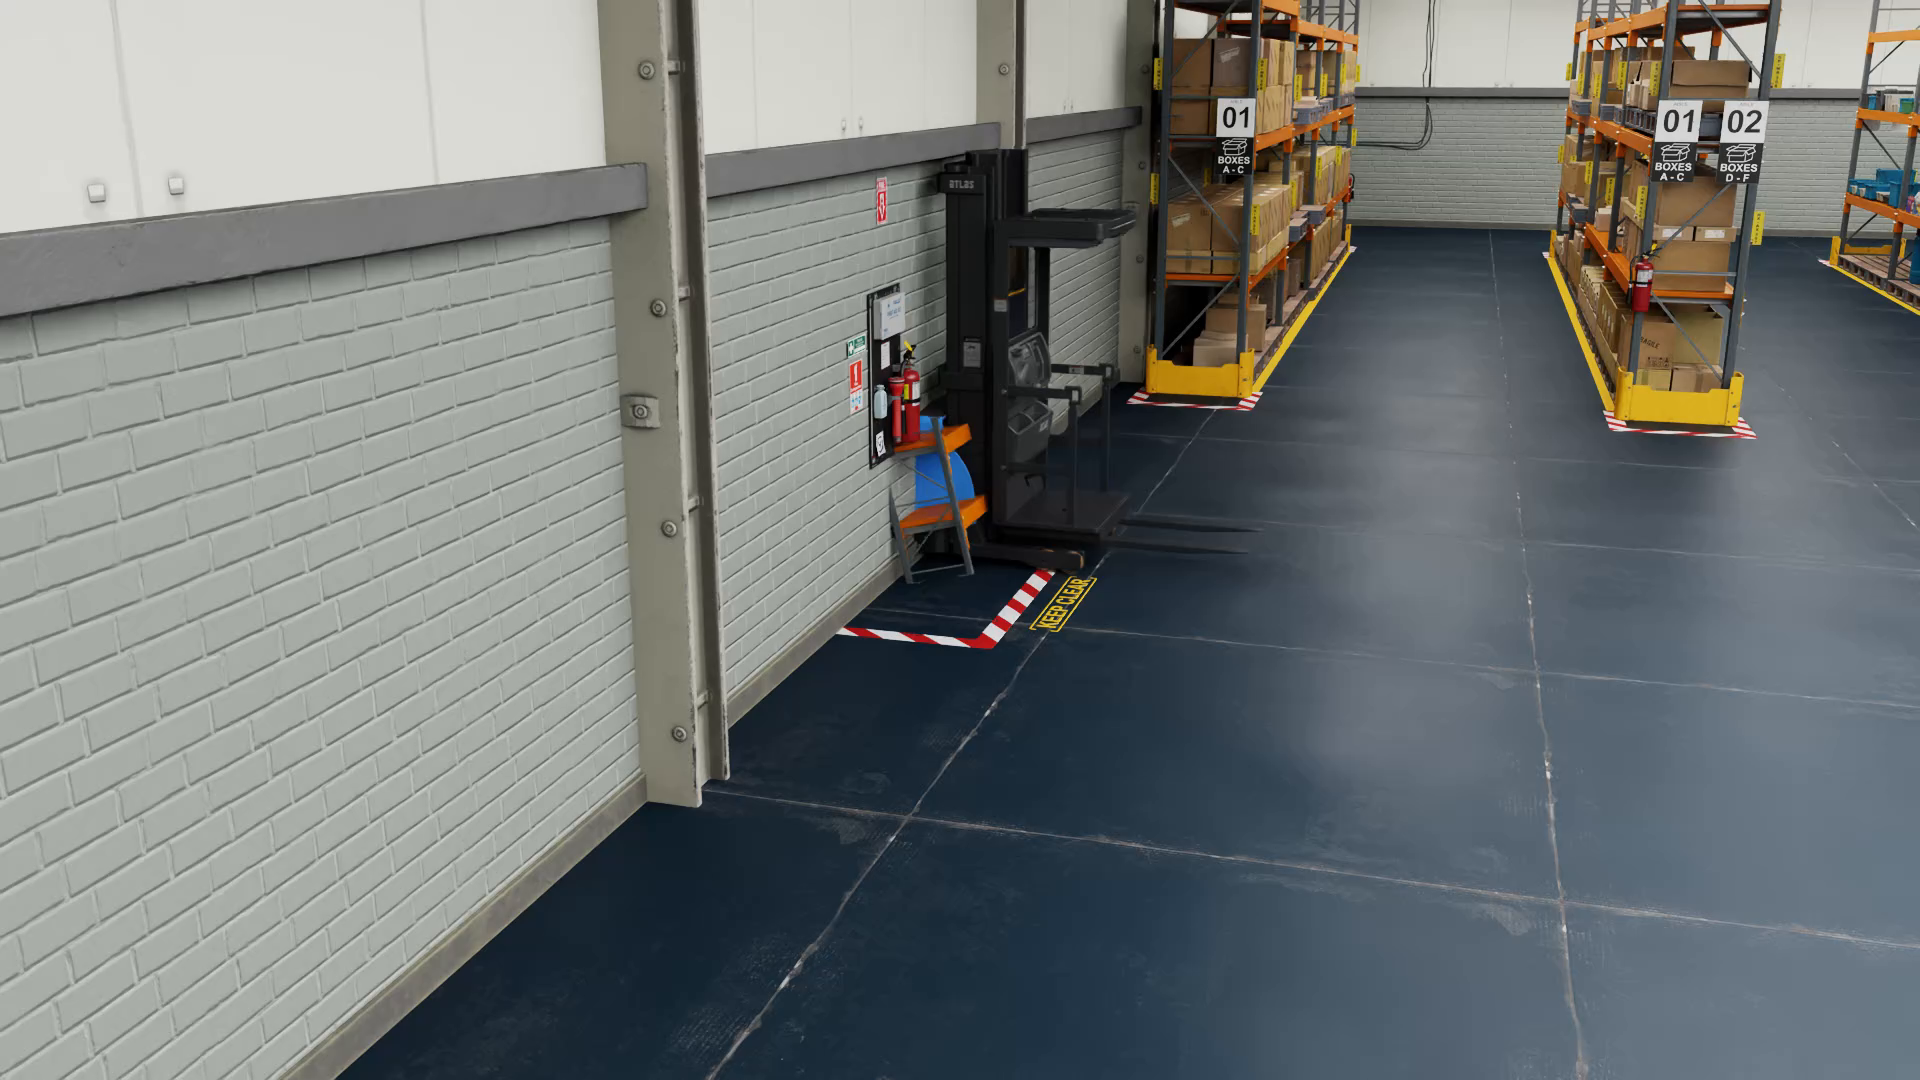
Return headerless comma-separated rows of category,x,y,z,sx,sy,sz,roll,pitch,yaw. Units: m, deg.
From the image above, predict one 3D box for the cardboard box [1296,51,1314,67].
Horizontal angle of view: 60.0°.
cardboard box,5.549,-7.916,27.381,0.500,0.250,0.500,4,16,14

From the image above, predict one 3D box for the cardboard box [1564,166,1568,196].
cardboard box,11.145,-6.437,29.843,0.500,0.500,0.500,5,17,17

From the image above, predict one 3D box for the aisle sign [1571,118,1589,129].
aisle sign,11.692,-8.173,31.382,0.394,0.787,0.004,5,16,16

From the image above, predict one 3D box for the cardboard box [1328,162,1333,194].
cardboard box,6.042,-6.144,28.230,0.500,0.500,0.500,5,17,16

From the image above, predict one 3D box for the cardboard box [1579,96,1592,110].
cardboard box,10.701,-7.354,28.037,0.500,0.250,0.500,5,16,16

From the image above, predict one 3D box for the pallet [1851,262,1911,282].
pallet,16.082,-4.624,28.745,1.003,0.211,1.213,5,16,16

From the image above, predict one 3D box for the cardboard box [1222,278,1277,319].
cardboard box,3.987,-3.328,22.841,0.700,0.500,0.500,5,17,18

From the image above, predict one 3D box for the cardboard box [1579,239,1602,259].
cardboard box,9.734,-4.436,25.373,0.500,0.250,0.500,5,17,18

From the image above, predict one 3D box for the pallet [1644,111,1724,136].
pallet,7.633,-4.279,17.084,1.003,0.211,1.213,5,16,16

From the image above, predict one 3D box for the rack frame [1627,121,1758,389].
rack frame,7.407,-2.696,16.836,1.000,3.000,0.127,5,16,16

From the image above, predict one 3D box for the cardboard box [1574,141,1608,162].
cardboard box,10.713,-6.517,28.291,0.500,0.500,0.500,5,17,16

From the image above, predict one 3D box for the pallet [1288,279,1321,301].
pallet,5.227,-4.031,26.653,1.003,0.211,1.213,5,16,16

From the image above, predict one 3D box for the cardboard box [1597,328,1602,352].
cardboard box,7.975,-2.393,20.038,0.500,0.250,0.500,5,16,16

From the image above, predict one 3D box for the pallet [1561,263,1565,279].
pallet,11.014,-4.673,28.918,1.003,0.211,1.213,5,16,16

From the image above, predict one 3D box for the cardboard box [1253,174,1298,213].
cardboard box,4.474,-4.980,23.900,0.700,0.500,0.500,5,16,16

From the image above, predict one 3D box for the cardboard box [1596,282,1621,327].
cardboard box,8.112,-2.885,20.399,0.500,0.500,0.500,5,16,16

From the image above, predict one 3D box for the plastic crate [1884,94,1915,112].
plastic crate,15.777,-7.327,27.883,0.437,0.282,0.530,5,16,16

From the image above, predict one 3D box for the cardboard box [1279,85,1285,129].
cardboard box,3.610,-5.195,19.933,0.500,0.500,0.500,4,16,14

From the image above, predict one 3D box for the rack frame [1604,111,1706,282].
rack frame,8.544,-3.742,20.525,1.000,3.000,0.127,5,16,16

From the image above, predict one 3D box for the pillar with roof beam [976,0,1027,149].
pillar with roof beam,4.449,-4.311,11.539,9.100,9.000,0.400,5,16,16

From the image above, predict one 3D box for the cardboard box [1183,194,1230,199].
cardboard box,2.882,-3.783,19.535,0.500,0.500,0.500,4,16,14

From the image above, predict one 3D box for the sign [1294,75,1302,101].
sign,4.316,-5.777,21.255,0.100,0.325,0.005,5,16,16

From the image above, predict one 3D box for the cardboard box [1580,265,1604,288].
cardboard box,9.250,-3.823,24.053,0.500,0.311,0.500,5,17,18

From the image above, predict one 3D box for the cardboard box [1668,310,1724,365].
cardboard box,7.913,-2.190,17.947,0.500,0.500,0.500,5,16,16

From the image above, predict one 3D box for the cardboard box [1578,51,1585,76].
cardboard box,11.601,-8.594,30.118,0.700,0.500,0.500,5,16,16

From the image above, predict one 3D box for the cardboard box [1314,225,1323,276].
cardboard box,5.520,-4.750,27.250,0.750,0.750,0.750,5,16,16

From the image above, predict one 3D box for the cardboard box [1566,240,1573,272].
cardboard box,10.447,-4.736,27.806,0.500,0.500,0.500,4,16,13

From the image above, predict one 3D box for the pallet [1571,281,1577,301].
pallet,10.278,-3.957,26.395,1.003,0.211,1.213,5,16,16

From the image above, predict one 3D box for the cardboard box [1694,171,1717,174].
cardboard box,7.712,-3.641,17.608,0.700,0.500,0.500,4,16,14

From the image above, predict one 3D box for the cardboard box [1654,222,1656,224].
cardboard box,7.406,-3.239,17.380,0.380,0.149,0.250,5,17,17

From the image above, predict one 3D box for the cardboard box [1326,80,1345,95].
cardboard box,6.516,-8.000,29.361,0.500,0.250,0.500,5,16,16

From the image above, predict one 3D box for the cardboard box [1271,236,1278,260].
cardboard box,3.530,-3.521,19.984,0.500,0.250,0.500,5,17,16

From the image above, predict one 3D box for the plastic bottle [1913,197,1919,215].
plastic bottle,14.965,-5.203,25.903,0.152,0.276,0.135,5,16,16

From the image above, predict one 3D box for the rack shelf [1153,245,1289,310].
rack shelf,3.225,-3.256,20.130,1.077,0.370,4.000,5,16,16

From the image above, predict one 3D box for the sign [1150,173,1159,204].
sign,2.130,-3.836,18.156,0.100,0.325,0.005,5,16,16

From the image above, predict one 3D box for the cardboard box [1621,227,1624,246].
cardboard box,8.642,-3.802,21.012,0.500,0.250,0.500,6,17,19

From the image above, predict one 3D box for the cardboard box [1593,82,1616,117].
cardboard box,9.918,-6.530,24.674,0.910,0.500,0.500,5,16,16

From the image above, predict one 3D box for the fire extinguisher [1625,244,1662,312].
fire extinguisher,6.928,-2.663,16.864,0.296,0.674,0.183,5,16,16

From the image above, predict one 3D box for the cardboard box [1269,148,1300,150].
cardboard box,5.407,-6.411,27.795,0.500,0.250,0.500,4,16,14

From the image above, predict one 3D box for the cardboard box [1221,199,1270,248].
cardboard box,3.231,-3.607,18.913,0.500,0.500,0.500,5,16,16

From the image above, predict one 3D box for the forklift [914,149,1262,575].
forklift,0.698,-1.325,12.128,3.031,2.935,1.130,5,17,18

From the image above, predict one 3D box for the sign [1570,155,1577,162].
sign,10.295,-6.292,27.927,0.100,0.325,0.005,5,16,16

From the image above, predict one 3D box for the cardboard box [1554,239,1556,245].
cardboard box,11.506,-5.639,31.631,0.380,0.149,0.250,5,16,16

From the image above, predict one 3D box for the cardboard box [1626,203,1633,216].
cardboard box,8.139,-3.914,19.758,0.380,0.149,0.250,4,16,14

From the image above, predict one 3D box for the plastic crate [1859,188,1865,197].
plastic crate,15.953,-6.104,29.227,0.250,0.136,0.298,5,16,16

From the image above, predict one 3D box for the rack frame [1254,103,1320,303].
rack frame,4.930,-5.172,25.566,1.000,3.000,0.127,5,16,16

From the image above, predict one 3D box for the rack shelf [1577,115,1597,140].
rack shelf,10.249,-6.409,25.748,1.077,0.370,4.000,5,16,16

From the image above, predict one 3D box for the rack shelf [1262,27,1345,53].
rack shelf,5.499,-8.043,26.745,1.077,0.370,4.000,5,16,16

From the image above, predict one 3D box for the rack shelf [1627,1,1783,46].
rack shelf,7.976,-5.566,18.015,1.077,0.370,4.000,5,16,16

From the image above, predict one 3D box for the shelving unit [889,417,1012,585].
shelving unit,-0.119,-0.380,12.043,0.538,1.125,1.048,-10,10,19

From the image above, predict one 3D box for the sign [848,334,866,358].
sign,-0.664,-1.252,10.708,0.001,0.109,0.331,5,16,16

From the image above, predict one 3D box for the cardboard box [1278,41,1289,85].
cardboard box,3.627,-5.673,19.785,0.500,0.500,0.500,4,16,14

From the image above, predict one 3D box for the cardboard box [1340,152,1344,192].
cardboard box,6.647,-6.885,31.056,0.980,0.700,0.700,4,16,13

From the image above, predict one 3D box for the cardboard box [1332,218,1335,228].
cardboard box,6.650,-5.793,30.378,0.380,0.149,0.250,5,17,18

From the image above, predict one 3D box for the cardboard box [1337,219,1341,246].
cardboard box,6.959,-5.942,32.094,0.700,0.500,0.500,5,16,16

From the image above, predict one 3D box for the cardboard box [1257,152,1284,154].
cardboard box,4.961,-6.007,26.372,0.500,0.250,0.500,4,16,14

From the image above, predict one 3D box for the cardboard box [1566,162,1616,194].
cardboard box,10.469,-5.979,27.458,0.700,0.500,0.500,-1,16,-3
